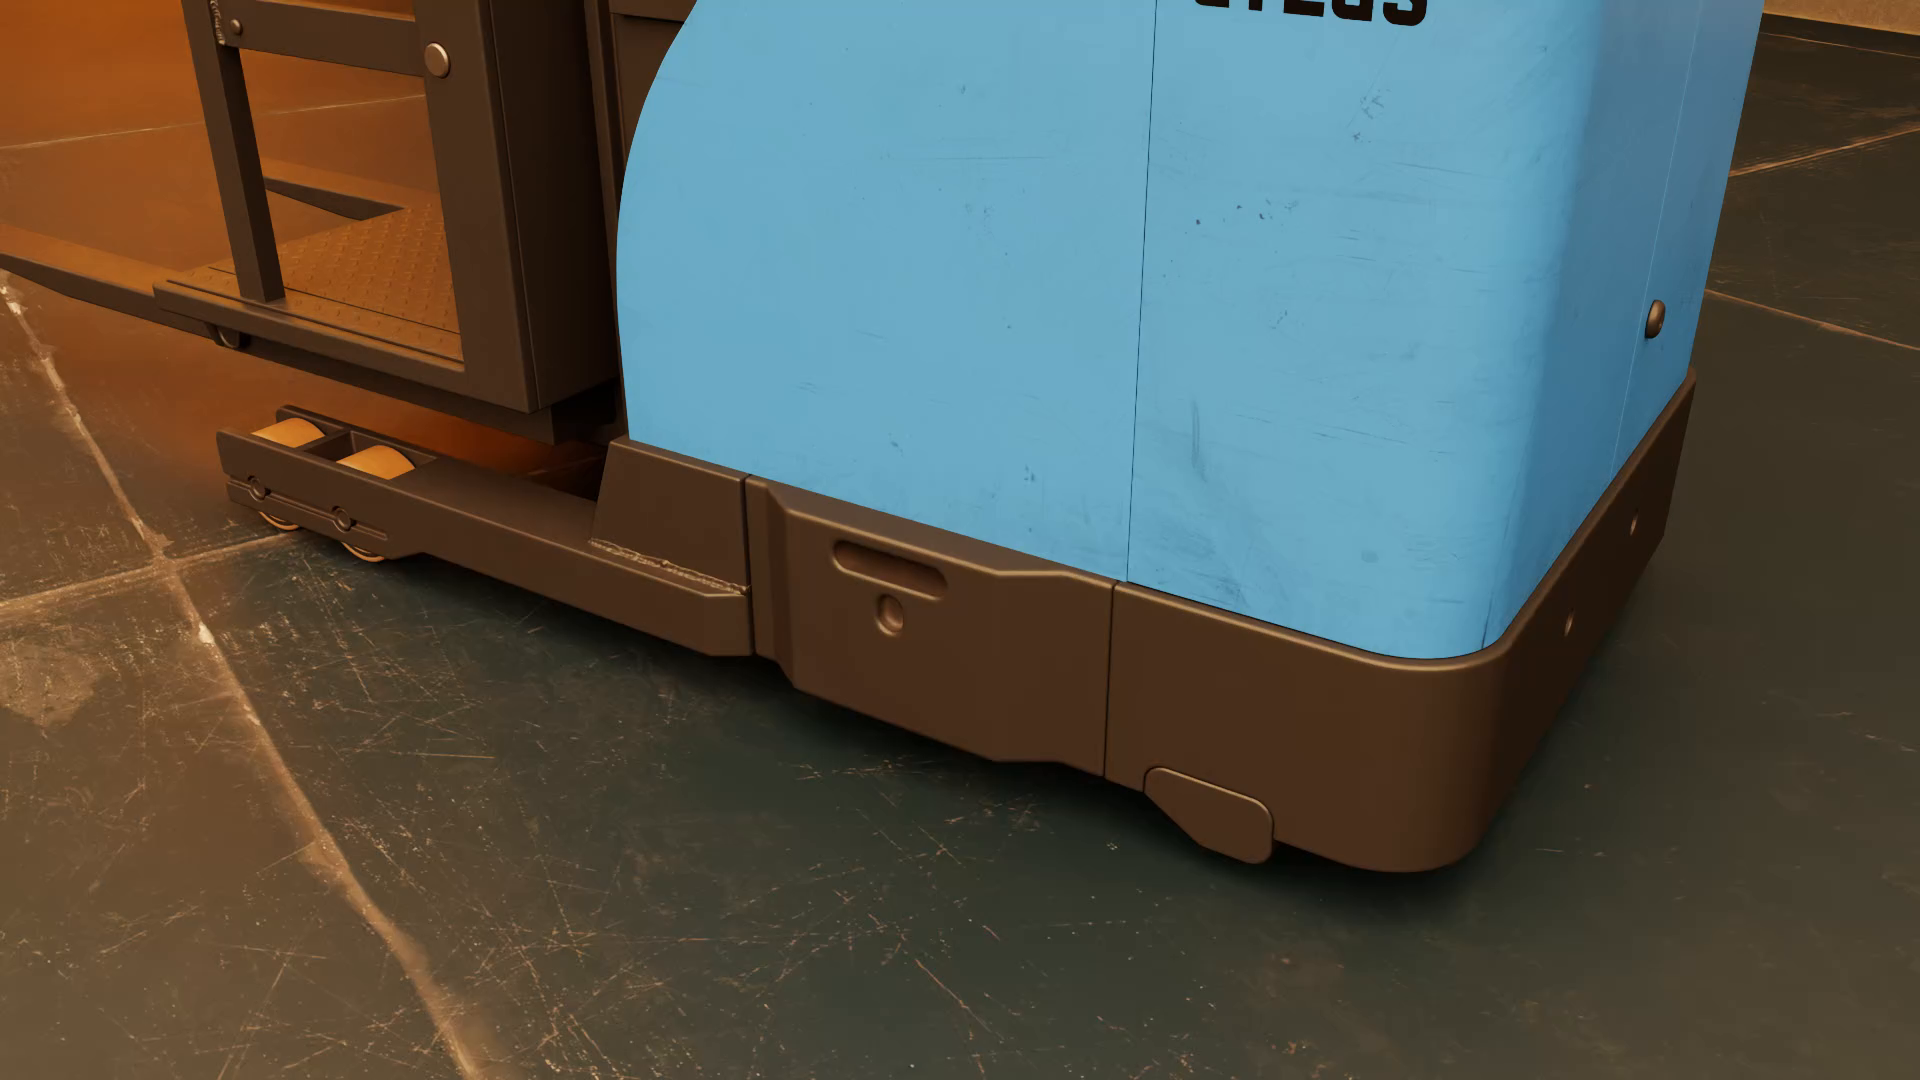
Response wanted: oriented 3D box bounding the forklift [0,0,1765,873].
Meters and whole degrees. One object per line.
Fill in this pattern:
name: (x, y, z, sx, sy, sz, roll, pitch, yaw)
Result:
forklift: (-0.511, -1.459, 2.139, 3.031, 2.935, 1.130, 16, 31, 29)
